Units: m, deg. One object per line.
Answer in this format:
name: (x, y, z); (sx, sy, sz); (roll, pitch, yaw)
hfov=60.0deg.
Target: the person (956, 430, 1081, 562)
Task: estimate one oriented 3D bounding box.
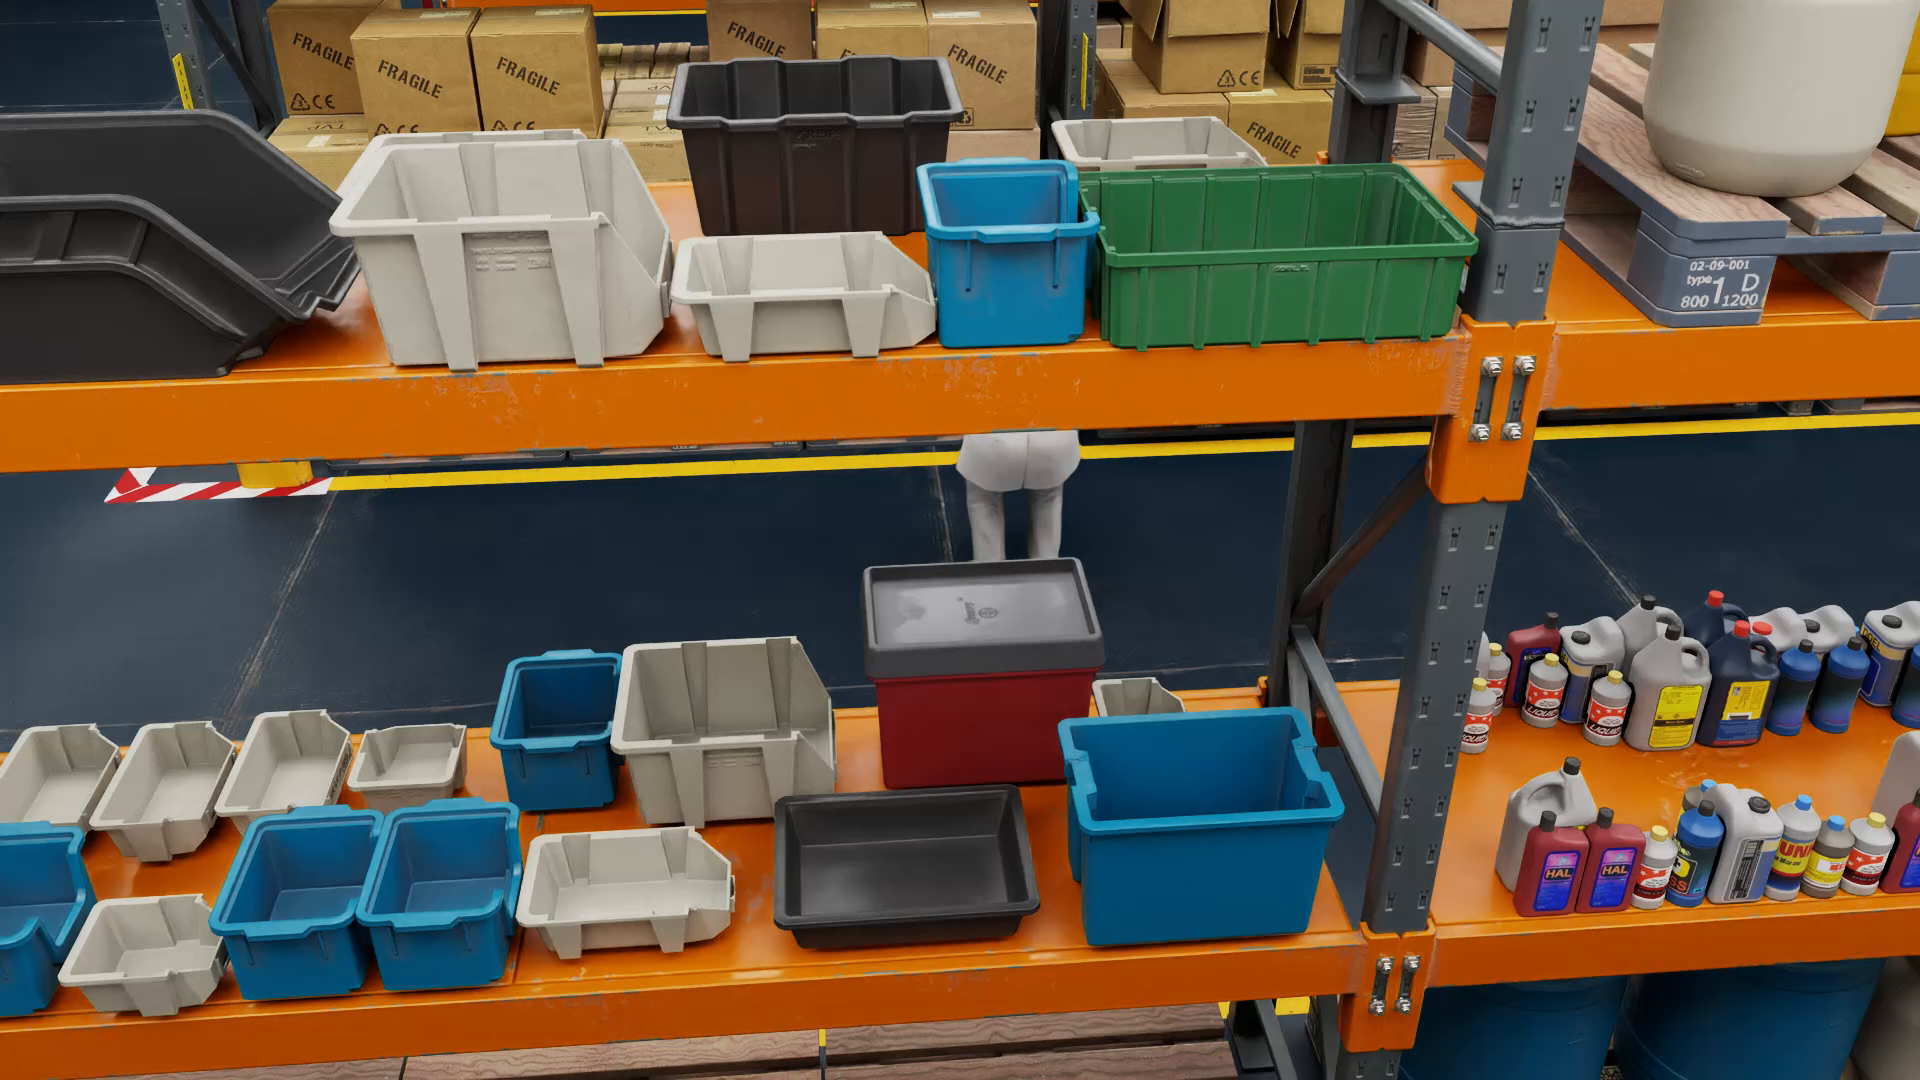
person: (0.234, -0.491, 7.178); (0.542, 1.575, 0.759); (-3, 31, -6)
